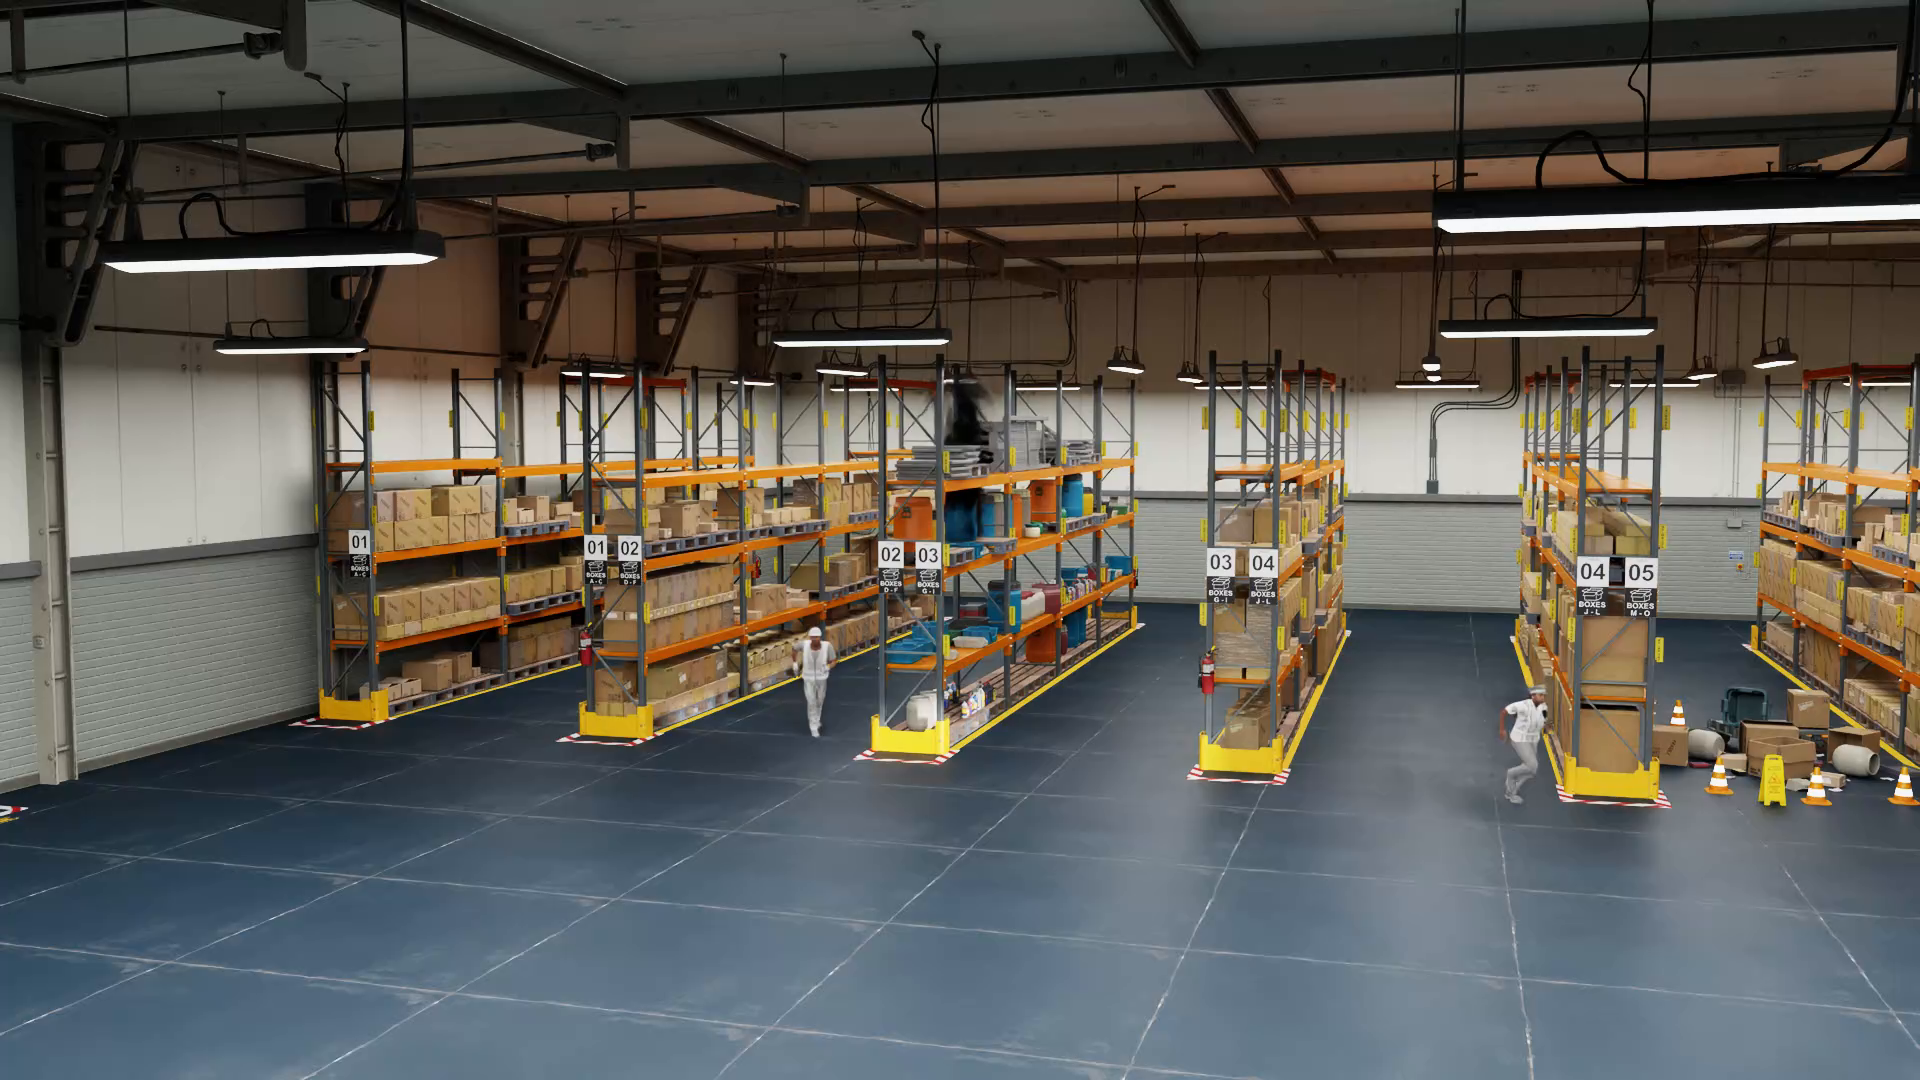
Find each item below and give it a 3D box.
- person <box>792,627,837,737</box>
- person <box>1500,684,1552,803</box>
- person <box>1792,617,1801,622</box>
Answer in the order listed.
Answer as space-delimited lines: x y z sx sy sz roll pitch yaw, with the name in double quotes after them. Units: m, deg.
-2.332 2.270 26.654 0.715 1.814 0.950 0 4 -7 "person"
7.421 2.654 21.696 0.561 1.611 0.699 -2 5 -29 "person"
18.883 1.473 36.996 0.725 1.802 0.683 3 5 39 "person"
